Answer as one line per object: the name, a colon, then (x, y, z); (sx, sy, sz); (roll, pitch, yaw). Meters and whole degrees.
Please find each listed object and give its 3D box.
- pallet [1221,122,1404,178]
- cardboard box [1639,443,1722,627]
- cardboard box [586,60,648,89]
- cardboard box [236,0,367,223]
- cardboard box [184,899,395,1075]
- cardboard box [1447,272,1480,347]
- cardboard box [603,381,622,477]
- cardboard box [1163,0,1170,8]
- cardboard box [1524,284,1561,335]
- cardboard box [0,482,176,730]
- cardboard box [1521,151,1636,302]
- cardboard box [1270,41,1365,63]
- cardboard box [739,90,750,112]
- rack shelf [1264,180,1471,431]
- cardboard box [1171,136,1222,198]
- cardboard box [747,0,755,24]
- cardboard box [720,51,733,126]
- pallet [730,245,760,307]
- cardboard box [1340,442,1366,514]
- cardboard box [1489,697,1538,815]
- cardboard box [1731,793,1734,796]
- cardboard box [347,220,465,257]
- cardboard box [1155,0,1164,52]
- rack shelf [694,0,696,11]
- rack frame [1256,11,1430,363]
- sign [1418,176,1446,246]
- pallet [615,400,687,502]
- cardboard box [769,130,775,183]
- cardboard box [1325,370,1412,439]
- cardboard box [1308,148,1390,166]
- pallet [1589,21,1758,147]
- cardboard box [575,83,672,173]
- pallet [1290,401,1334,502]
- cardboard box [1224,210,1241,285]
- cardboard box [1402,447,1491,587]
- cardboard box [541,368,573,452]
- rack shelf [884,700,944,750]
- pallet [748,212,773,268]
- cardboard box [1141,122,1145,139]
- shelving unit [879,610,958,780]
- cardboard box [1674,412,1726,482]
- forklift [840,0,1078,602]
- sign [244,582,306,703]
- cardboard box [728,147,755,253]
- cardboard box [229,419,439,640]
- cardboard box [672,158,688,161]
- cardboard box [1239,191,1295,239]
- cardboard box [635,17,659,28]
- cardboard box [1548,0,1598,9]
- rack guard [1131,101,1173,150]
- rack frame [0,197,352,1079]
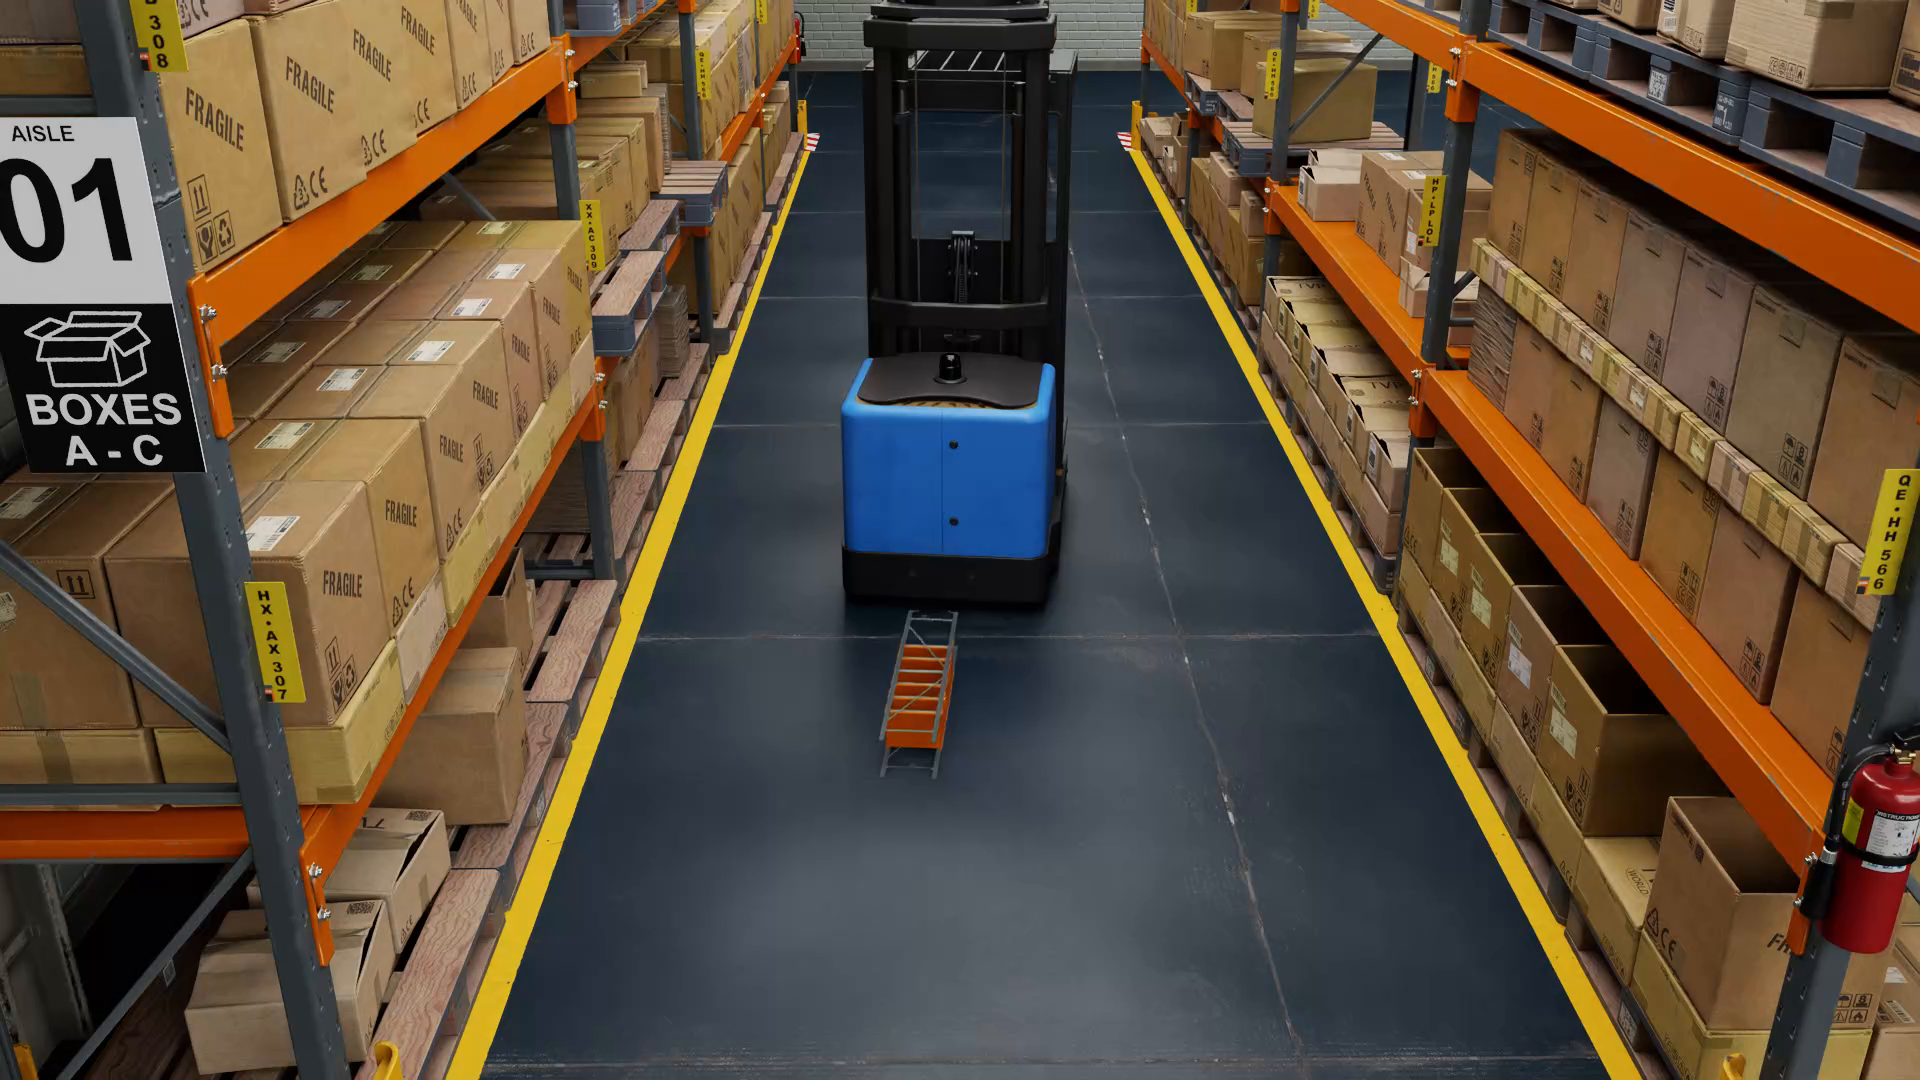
pallet: (2.592, -2.866, 12.180); (1.213, 0.211, 1.003); (0, 24, -1)
cardboard box: (2.755, -0.037, 5.570); (0.700, 0.500, 0.500); (0, 24, 0)
cardboard box: (-2.250, -3.050, 10.912); (0.380, 0.149, 0.250); (-3, 25, -7)
cardboard box: (-1.920, -1.136, 4.336); (0.500, 0.500, 0.500); (1, 24, 3)
cardboard box: (-2.114, 1.385, 5.277); (0.500, 0.311, 0.500); (-3, 25, -7)
cardboard box: (2.664, -1.161, 8.358); (0.500, 0.250, 0.500); (1, 24, 3)
cardboard box: (-2.320, -0.580, 9.392); (0.700, 0.500, 0.500); (-1, 24, -2)
cardboard box: (2.344, -5.657, 16.784); (0.500, 0.500, 0.500); (0, 24, -1)
cardboard box: (2.534, -0.938, 6.775); (0.380, 0.149, 0.250); (0, 24, -1)
cardboard box: (-2.414, 0.170, 4.482); (0.500, 0.500, 0.500); (-1, 24, -1)
cardboard box: (2.731, -1.272, 6.726); (0.700, 0.500, 0.500); (0, 24, -1)
cardboard box: (2.731, -3.548, 12.824); (0.700, 0.500, 0.500); (4, 25, 9)
cardboard box: (-1.995, -3.736, 14.151); (0.380, 0.149, 0.250); (0, 24, -1)
rack shelf: (2.692, -1.523, 9.849); (1.077, 0.370, 4.000); (0, 24, -1)
cardboard box: (2.336, -3.618, 16.108); (0.500, 0.500, 0.500); (0, 24, -1)
cardboard box: (-2.066, -4.639, 14.452); (0.500, 0.250, 0.500); (0, 24, 1)
cardboard box: (-2.034, -3.462, 12.759); (0.500, 0.500, 0.500); (0, 24, -1)
pallet: (-2.227, -2.207, 13.873); (1.003, 0.211, 1.213); (0, 24, -1)
cardboard box: (2.415, -0.343, 9.195); (0.500, 0.250, 0.500); (-1, 24, -1)
cardboard box: (2.427, 0.846, 6.567); (0.500, 0.250, 0.500); (0, 24, -1)
cardboard box: (2.948, 0.708, 5.962); (0.500, 0.500, 0.500); (0, 24, -1)
cardboard box: (-2.444, -1.090, 7.268); (0.500, 0.500, 0.500); (-1, 24, -2)
cardboard box: (2.337, -5.413, 17.457); (0.500, 0.500, 0.500); (0, 24, -1)
rack shelf: (-2.305, -4.514, 12.823); (1.077, 0.370, 4.000); (0, 24, -1)
rack frame: (2.670, -2.674, 11.523); (1.000, 3.000, 0.127); (0, 24, -1)
sign: (2.171, -1.511, 7.642); (0.100, 0.325, 0.005); (0, 24, -1)
pallet: (-2.266, -0.557, 10.225); (1.003, 0.211, 1.213); (0, 24, -1)
cardboard box: (-2.235, -3.867, 16.684); (0.700, 0.500, 0.500); (0, 24, -1)
cardboard box: (2.407, -0.806, 9.538); (0.500, 0.311, 0.500); (0, 24, -1)
cardboard box: (2.630, -2.484, 11.210); (0.500, 0.311, 0.500); (1, 24, 3)
pallet: (2.759, -1.500, 5.393); (1.003, 0.211, 1.213); (0, 24, -1)
cardboard box: (-2.268, -2.703, 10.931); (0.700, 0.500, 0.500); (-3, 25, -7)
pallet: (2.650, -0.563, 10.239); (1.003, 0.211, 1.213); (0, 24, -1)
cardboard box: (2.420, -2.334, 13.269); (0.500, 0.500, 0.500); (-1, 24, -2)
cardboard box: (2.405, -0.114, 7.779); (0.500, 0.500, 0.500); (0, 24, -1)
cardboard box: (-1.934, -0.544, 6.971); (0.500, 0.250, 0.500); (0, 24, 0)
rack shelf: (-0.199, 0.806, 7.233); (0.258, 0.180, 0.103); (2, 24, 4)
pallet: (-2.243, -2.711, 14.987); (1.003, 0.211, 1.213); (0, 24, -1)
cardboard box: (2.246, -4.603, 18.693); (0.380, 0.166, 0.250); (0, 24, -1)
shelving unit: (-0.175, 0.676, 7.519); (0.258, 0.189, 1.200); (2, 24, 4)
cardboard box: (2.551, -0.301, 5.366); (0.380, 0.149, 0.250); (0, 24, 1)
forklift: (0.063, -1.593, 9.215); (1.130, 2.935, 3.031); (2, 24, 5)
sign: (-1.654, 0.249, 4.009); (0.100, 0.325, 0.005); (0, 24, -1)
cardboard box: (-2.177, -2.877, 14.071); (0.750, 0.750, 0.750); (0, 24, 1)
cardboard box: (-1.896, -0.038, 4.943); (0.500, 0.500, 0.500); (0, 24, 0)
cardboard box: (-2.056, -2.682, 11.821); (0.380, 0.149, 0.250); (-1, 24, -1)
cardboard box: (2.420, -2.485, 12.694); (0.500, 0.250, 0.500); (1, 24, 1)
cardboard box: (-2.552, -3.793, 12.580); (0.500, 0.250, 0.500); (-1, 24, -2)
cardboard box: (2.461, -2.176, 6.210); (0.500, 0.311, 0.500); (-2, 24, -3)
rack guard: (2.583, -4.801, 19.258); (1.175, 0.500, 0.348); (0, 24, -1)
rack frame: (-2.196, 0.646, 4.182); (1.000, 3.000, 0.127); (0, 24, -1)
